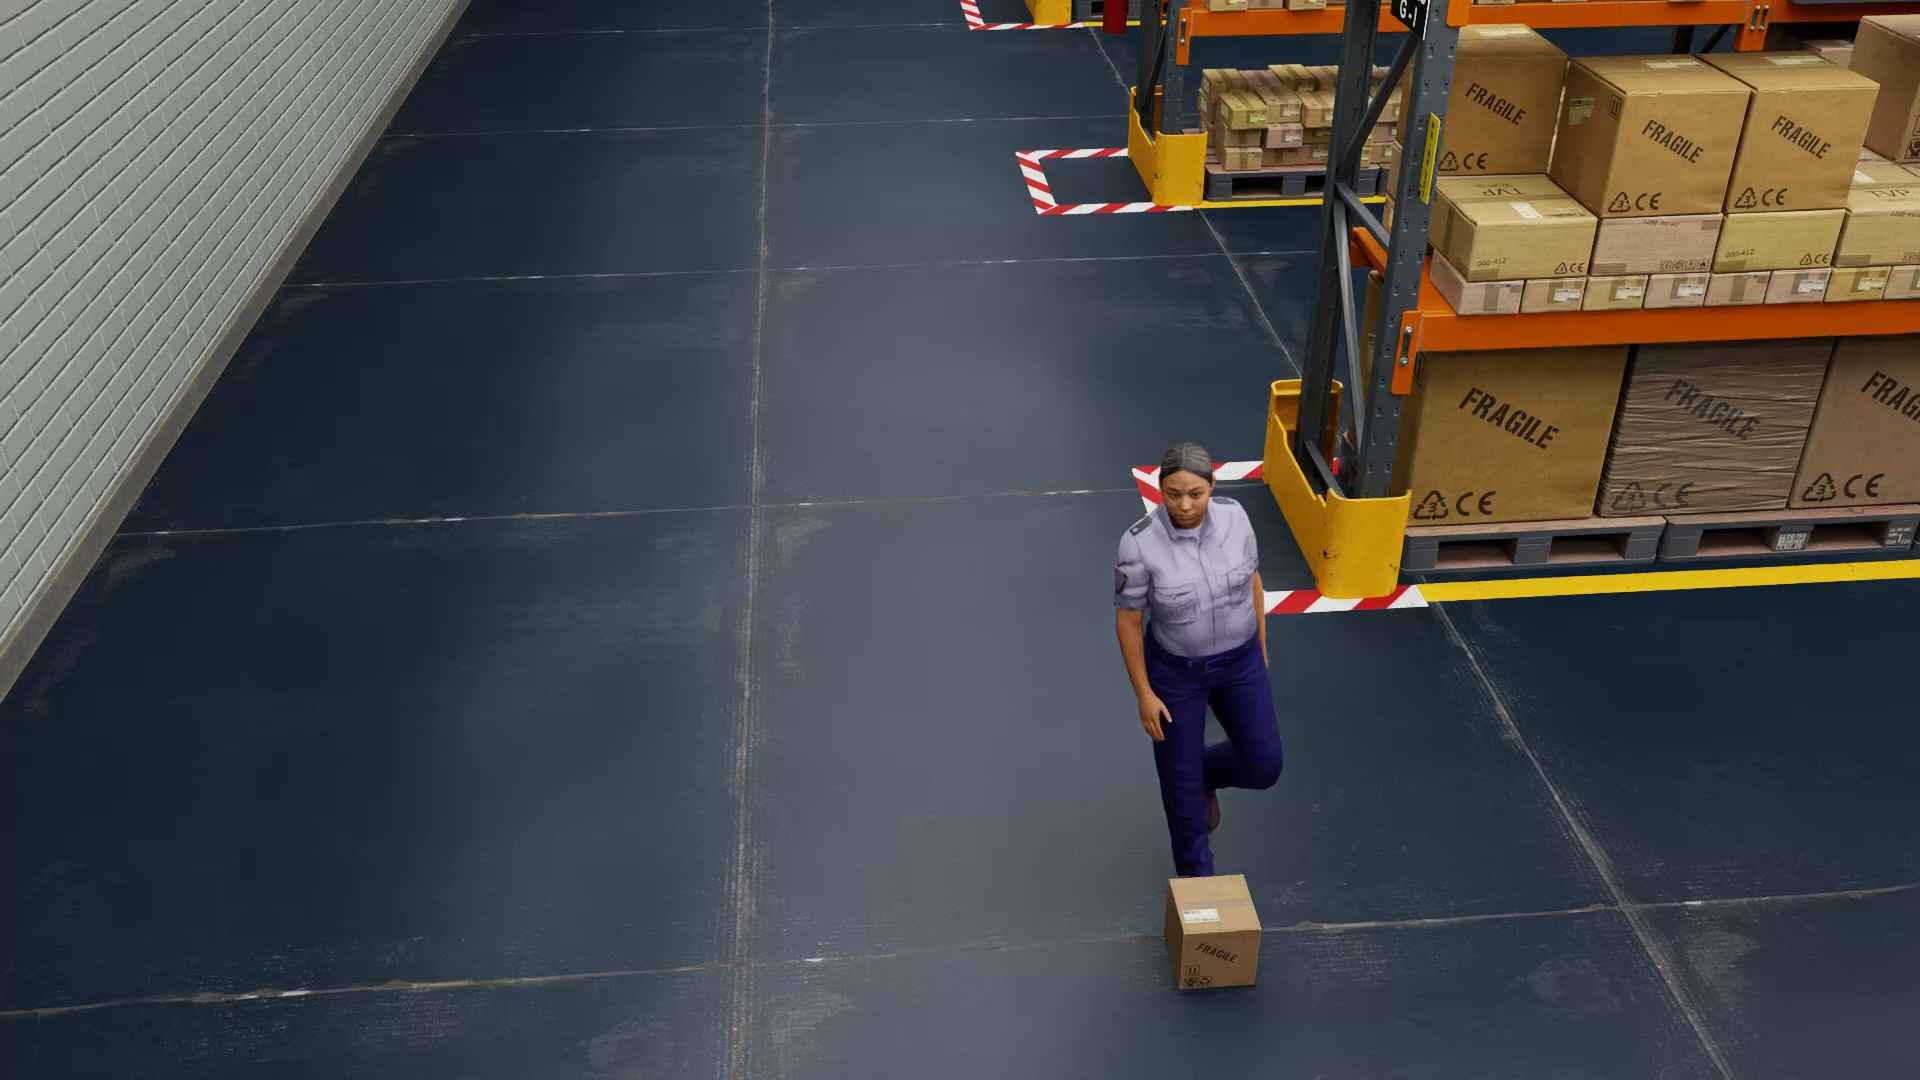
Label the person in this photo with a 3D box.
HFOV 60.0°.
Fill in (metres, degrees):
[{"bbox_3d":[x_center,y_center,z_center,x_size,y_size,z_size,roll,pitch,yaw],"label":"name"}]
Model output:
[{"bbox_3d":[0.789,0.470,5.362,0.550,1.638,0.637,-8,32,-13],"label":"person"}]
